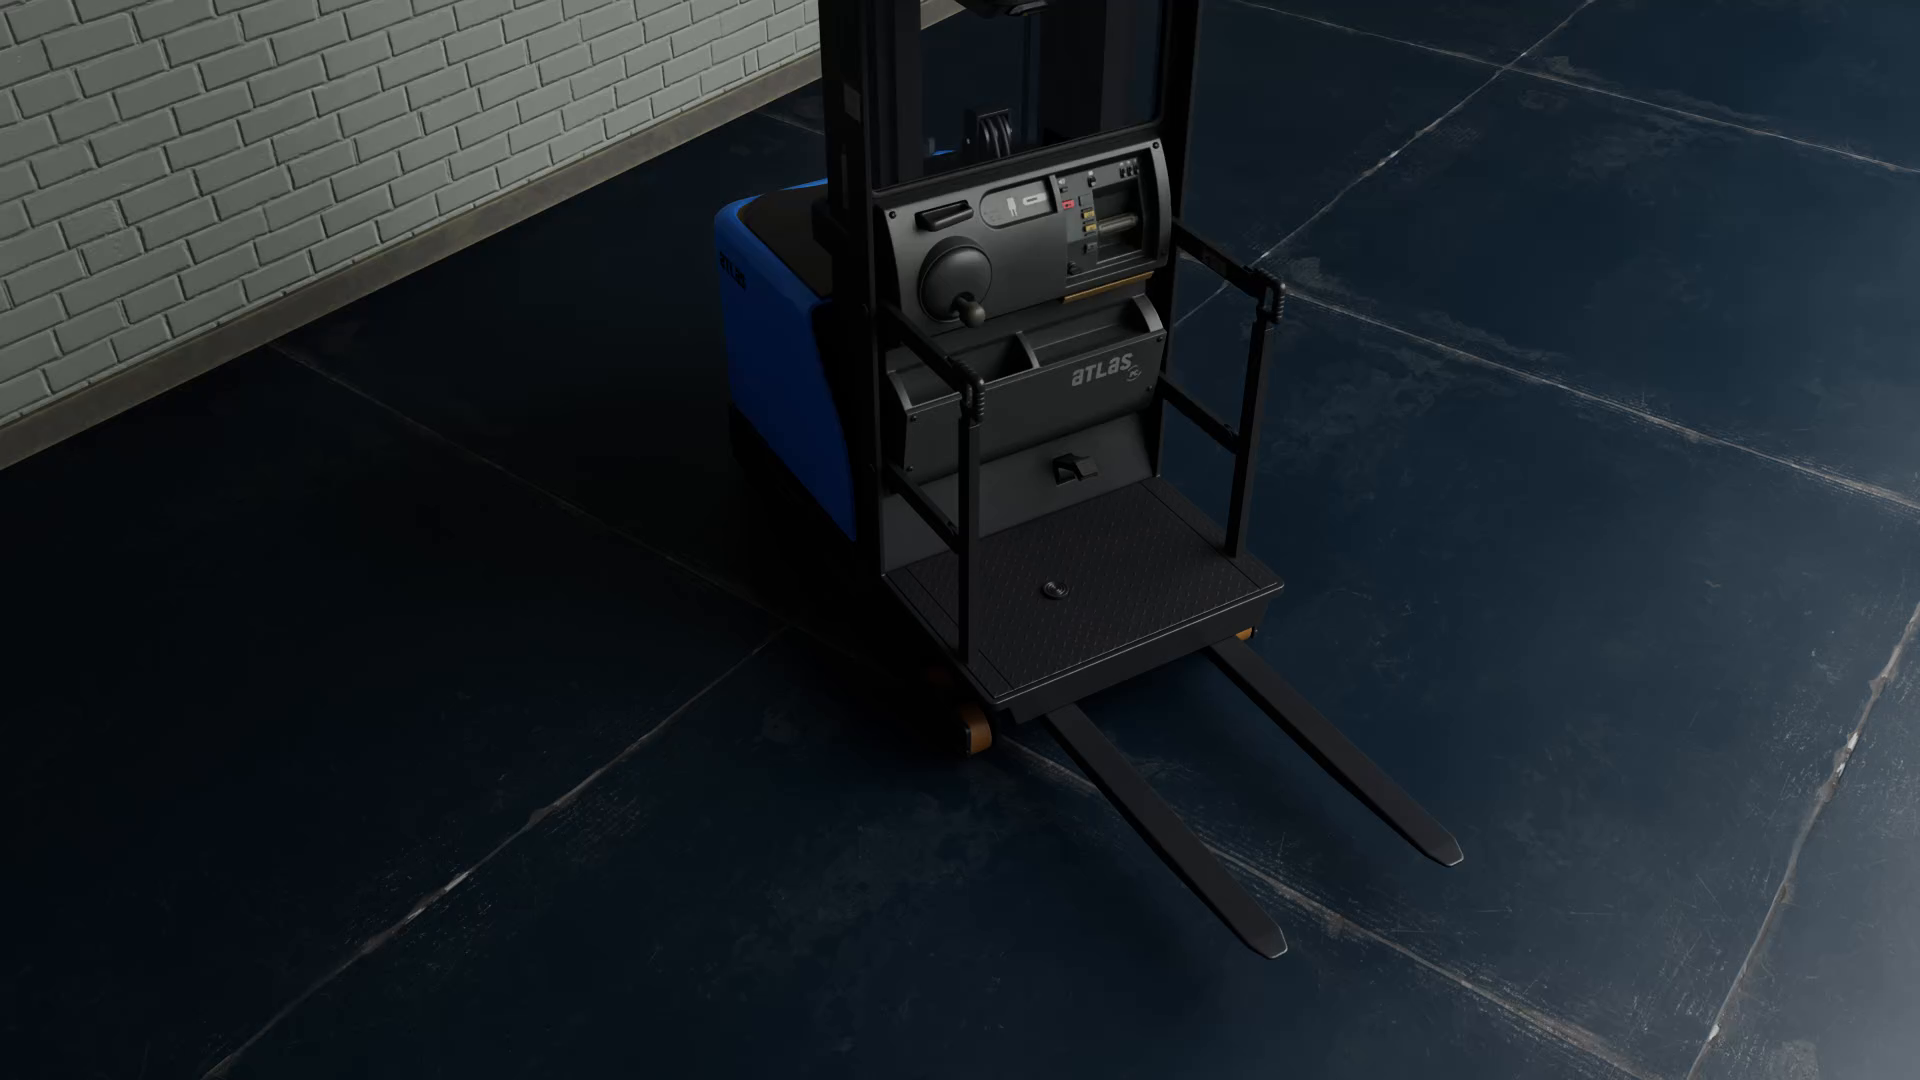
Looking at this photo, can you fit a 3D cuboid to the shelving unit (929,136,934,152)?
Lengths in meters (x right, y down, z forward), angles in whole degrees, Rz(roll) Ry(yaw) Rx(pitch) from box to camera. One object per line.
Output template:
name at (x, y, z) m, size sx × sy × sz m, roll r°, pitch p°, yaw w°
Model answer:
shelving unit at (-0.266, -1.105, 6.519) m, size 0.215 × 1.050 × 0.252 m, roll -24°, pitch 44°, yaw -30°

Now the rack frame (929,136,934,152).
rack frame at (-0.192, -1.045, 6.443) m, size 0.200 × 1.050 × 0.008 m, roll -24°, pitch 44°, yaw -30°

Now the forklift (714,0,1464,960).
forklift at (0.317, -0.818, 4.633) m, size 1.130 × 2.935 × 3.031 m, roll -20°, pitch 42°, yaw -23°
